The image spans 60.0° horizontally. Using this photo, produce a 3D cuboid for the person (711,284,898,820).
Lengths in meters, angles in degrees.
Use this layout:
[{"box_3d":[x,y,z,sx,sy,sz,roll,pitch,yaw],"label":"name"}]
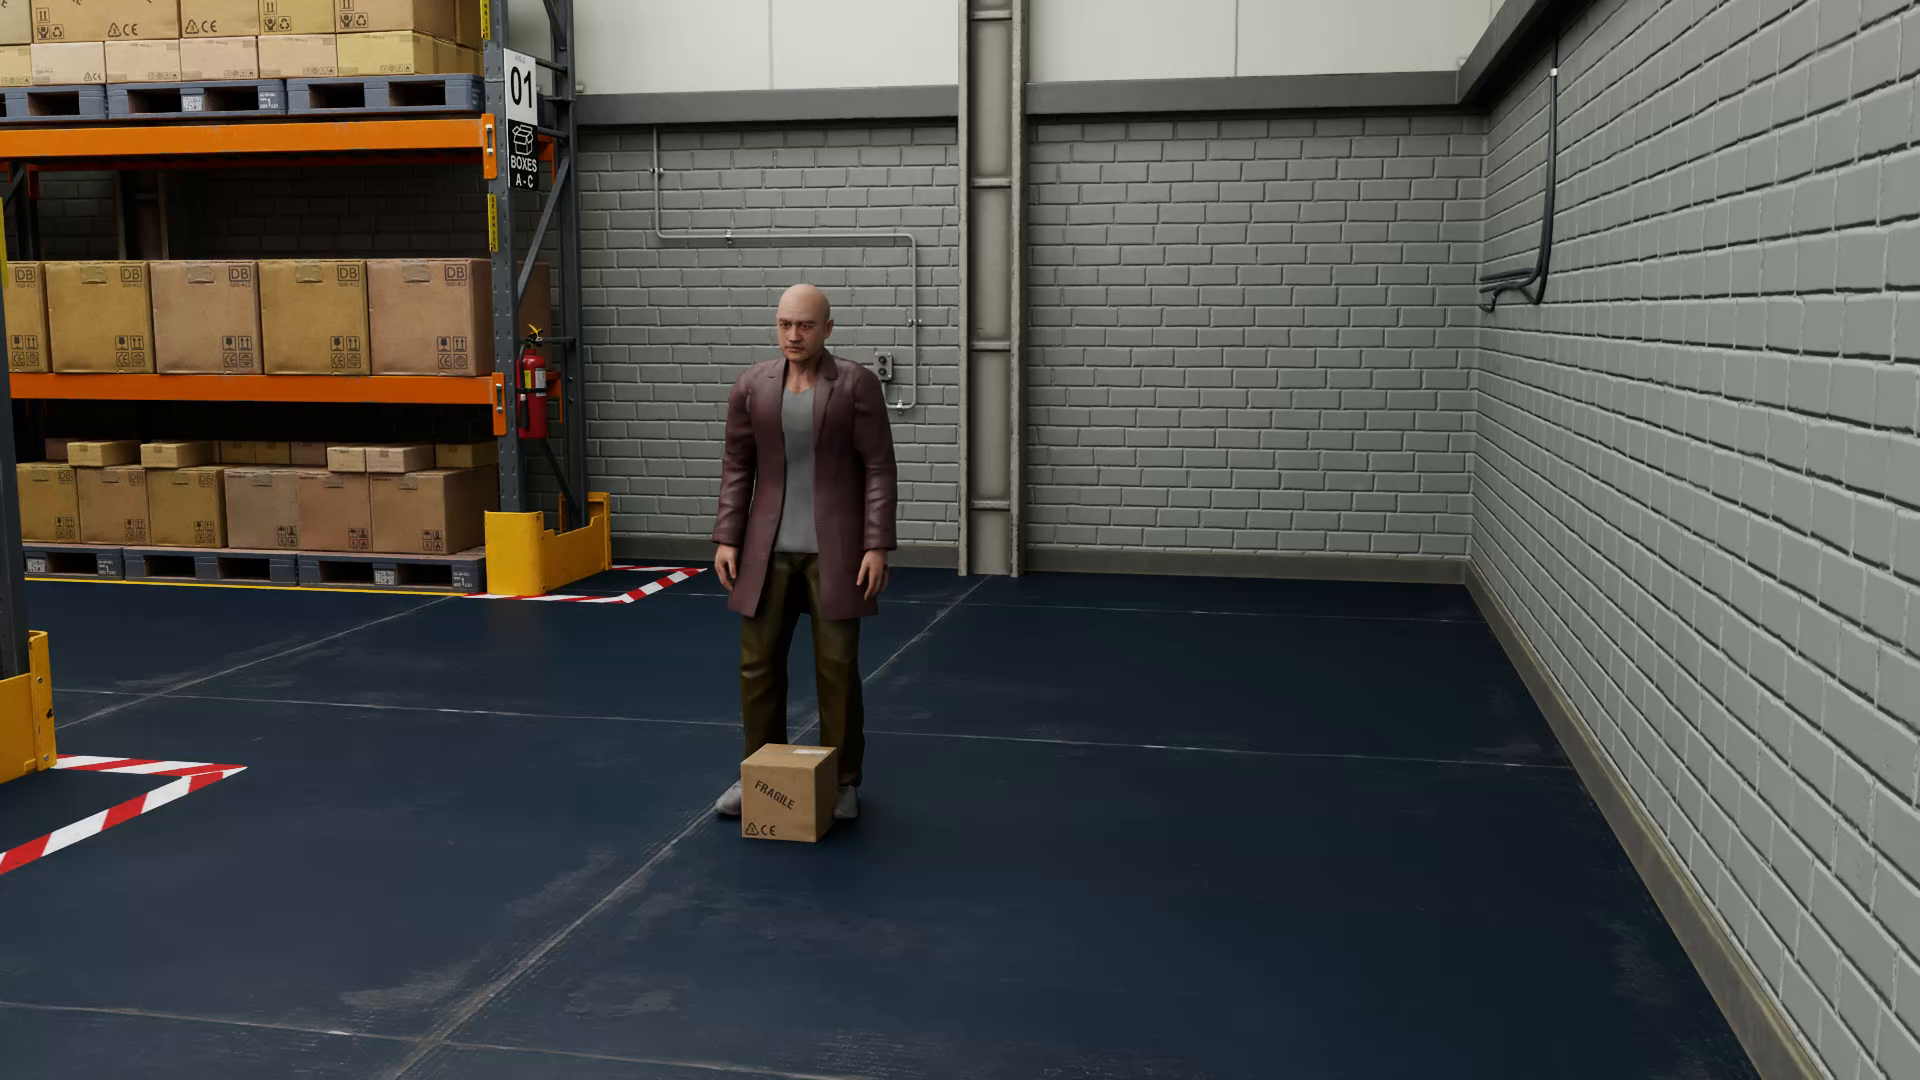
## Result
[{"box_3d":[-0.521,0.038,5.583,0.643,1.774,0.424,2,8,12],"label":"person"}]
